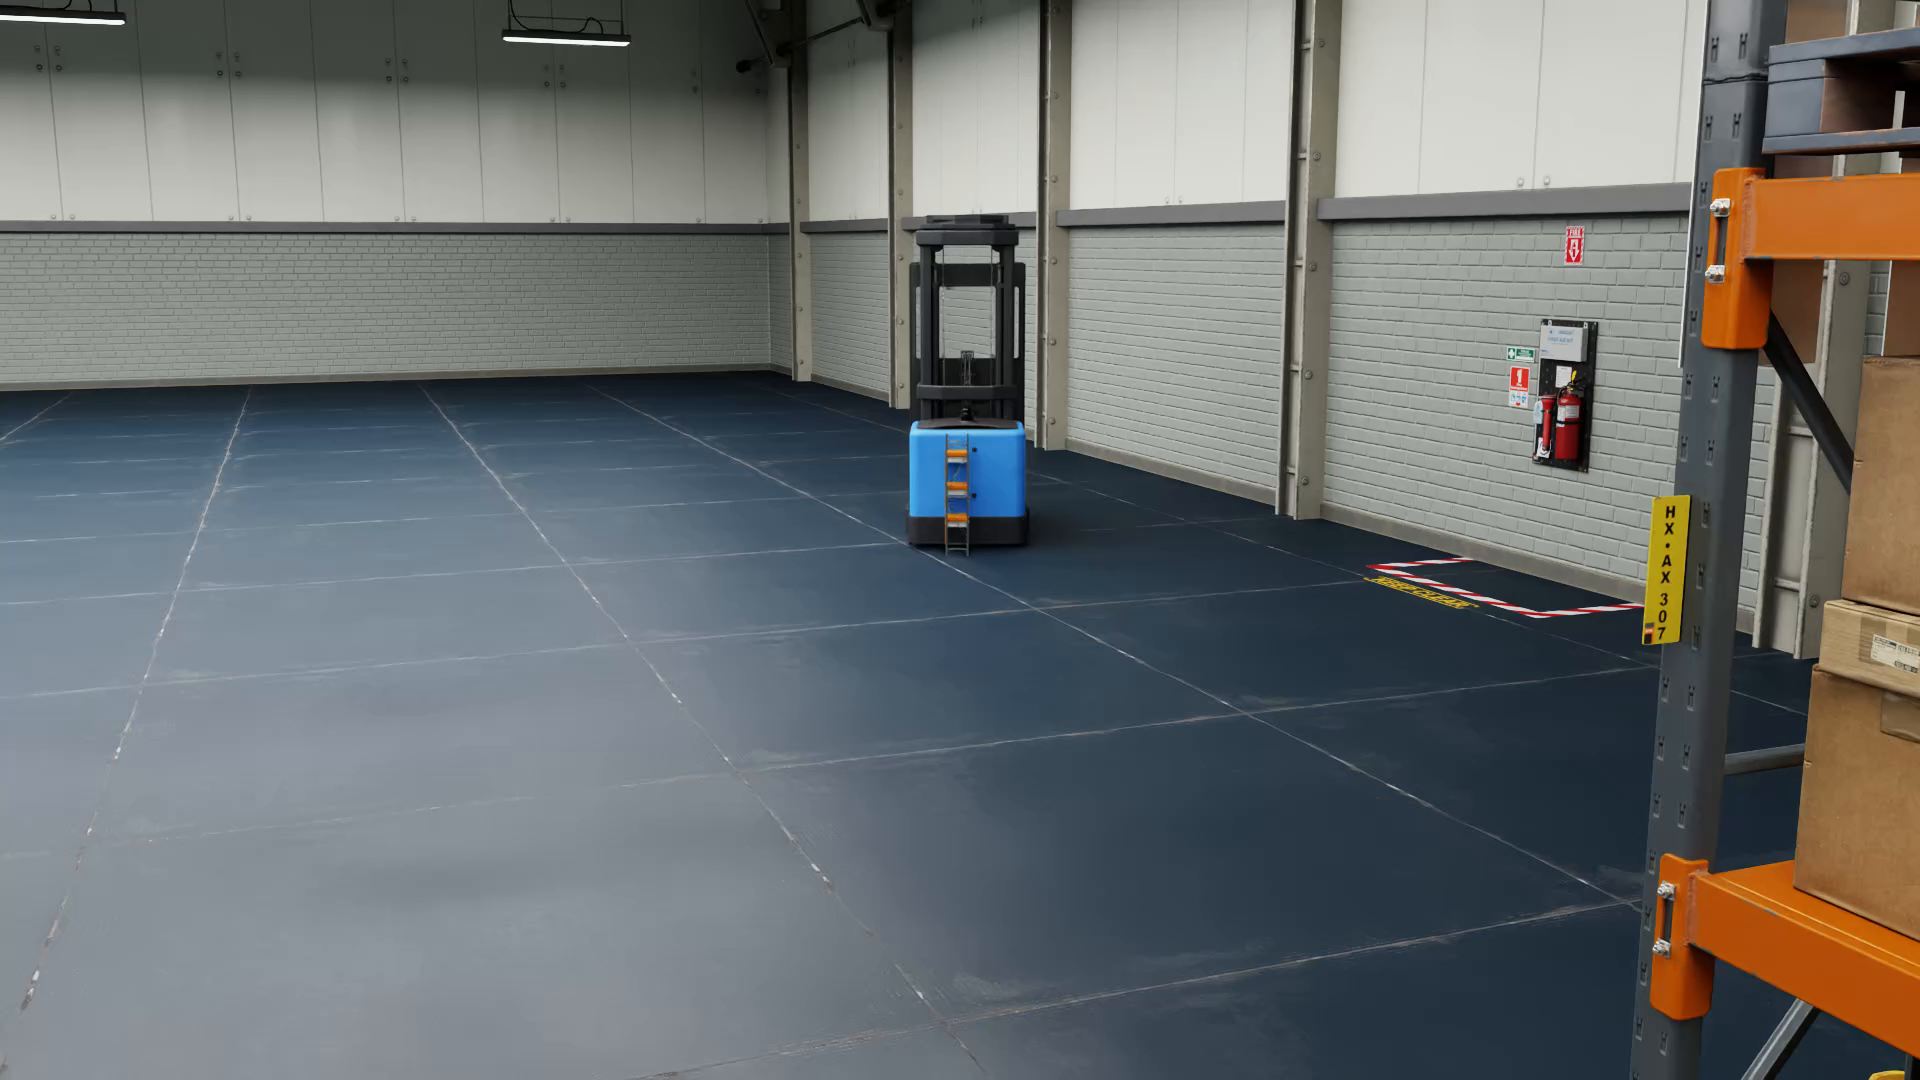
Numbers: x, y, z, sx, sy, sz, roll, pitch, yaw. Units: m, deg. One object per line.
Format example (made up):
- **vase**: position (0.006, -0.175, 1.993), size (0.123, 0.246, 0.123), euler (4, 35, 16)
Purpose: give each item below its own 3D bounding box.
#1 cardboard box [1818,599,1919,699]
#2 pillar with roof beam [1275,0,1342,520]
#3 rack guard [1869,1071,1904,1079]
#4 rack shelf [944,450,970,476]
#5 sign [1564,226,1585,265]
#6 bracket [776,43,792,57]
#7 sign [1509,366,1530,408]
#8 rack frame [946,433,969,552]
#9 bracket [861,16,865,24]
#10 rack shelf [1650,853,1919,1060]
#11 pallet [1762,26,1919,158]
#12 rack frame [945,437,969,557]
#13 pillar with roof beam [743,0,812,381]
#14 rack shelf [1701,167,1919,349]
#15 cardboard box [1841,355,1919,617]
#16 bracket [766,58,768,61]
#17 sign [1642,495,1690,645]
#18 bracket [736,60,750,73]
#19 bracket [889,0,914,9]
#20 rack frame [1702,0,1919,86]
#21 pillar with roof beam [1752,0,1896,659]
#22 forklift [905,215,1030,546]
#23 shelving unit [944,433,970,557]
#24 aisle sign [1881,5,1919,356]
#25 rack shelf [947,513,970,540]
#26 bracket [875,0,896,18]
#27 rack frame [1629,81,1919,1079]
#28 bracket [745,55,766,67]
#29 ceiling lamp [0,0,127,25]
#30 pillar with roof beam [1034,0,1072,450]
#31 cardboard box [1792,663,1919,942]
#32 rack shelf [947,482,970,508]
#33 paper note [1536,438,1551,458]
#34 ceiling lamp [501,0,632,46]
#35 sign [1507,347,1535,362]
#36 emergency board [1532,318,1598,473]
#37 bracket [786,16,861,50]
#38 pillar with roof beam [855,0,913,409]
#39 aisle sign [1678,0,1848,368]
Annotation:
- **cardboard box**: position (1.996, 0.206, 3.389), size (0.380, 0.149, 0.250), euler (-4, 11, -21)
- **pillar with roof beam**: position (-0.630, -4.398, 14.279), size (9.100, 9.000, 0.400), euler (-4, 11, -21)
- **rack guard**: position (2.046, 1.724, 4.132), size (1.175, 0.500, 0.348), euler (-4, 11, -21)
- **rack shelf**: position (-0.025, -0.658, 14.390), size (0.215, 0.259, 0.240), euler (0, 10, 0)
- **sign**: position (4.786, -2.293, 12.956), size (0.001, 0.298, 0.199), euler (-4, 11, -21)
- **bracket**: position (-3.321, -9.291, 31.509), size (0.235, 0.232, 0.430), euler (-4, 11, -21)
- **sign**: position (4.592, -1.258, 13.657), size (0.001, 0.329, 0.234), euler (-4, 11, -21)
- **rack frame**: position (-0.025, -0.410, 14.558), size (0.200, 1.050, 0.008), euler (0, 10, 0)
- **bracket**: position (-1.448, -8.447, 26.765), size (0.235, 0.232, 0.430), euler (-4, 11, -21)
- **rack shelf**: position (2.780, 1.178, 2.119), size (1.077, 0.370, 4.000), euler (-4, 11, -21)
- **pallet**: position (2.287, -0.819, 2.978), size (1.003, 0.211, 1.213), euler (-4, 11, -21)
- **rack frame**: position (-0.025, -0.367, 14.318), size (0.200, 1.050, 0.008), euler (0, 10, 0)
- **pillar with roof beam**: position (-7.153, -7.336, 30.796), size (9.100, 9.000, 0.548), euler (-4, 11, -21)
- **rack shelf**: position (2.780, -0.299, 1.857), size (1.077, 0.370, 4.000), euler (-4, 11, -21)
- **cardboard box**: position (2.231, -0.105, 3.288), size (0.700, 0.500, 0.500), euler (-4, 11, -21)
- **bracket**: position (-3.622, -9.427, 32.271), size (0.235, 0.232, 0.430), euler (-4, 11, -21)
- **sign**: position (1.536, 0.066, 3.616), size (0.100, 0.325, 0.005), euler (-4, 11, -21)
- **bracket**: position (-4.481, -9.813, 34.446), size (0.235, 0.232, 0.430), euler (-4, 11, -21)
- **bracket**: position (-0.213, -7.891, 23.639), size (0.076, 0.066, 4.783), euler (-4, 11, -21)
- **rack frame**: position (2.055, -2.457, 3.366), size (1.000, 3.000, 0.127), euler (-4, 11, -21)
- **pillar with roof beam**: position (1.544, -3.419, 8.773), size (9.100, 9.000, 0.400), euler (-4, 11, -21)
- **forklift**: position (0.068, -1.603, 15.892), size (1.130, 2.935, 3.031), euler (0, 10, 0)
- **shelving unit**: position (-0.025, -0.389, 14.438), size (0.215, 1.050, 0.252), euler (0, 10, 0)
- **aisle sign**: position (2.305, -0.812, 3.829), size (0.394, 0.787, 0.004), euler (-4, 11, -21)
- **rack shelf**: position (-0.025, -0.105, 14.488), size (0.215, 0.259, 0.240), euler (0, 10, 0)
- **bracket**: position (-1.147, -8.312, 26.004), size (0.235, 0.232, 0.430), euler (-4, 11, -21)
- **rack frame**: position (2.055, 0.497, 3.892), size (1.000, 3.000, 0.127), euler (-4, 11, -21)
- **bracket**: position (-4.267, -9.717, 33.904), size (0.076, 0.066, 3.189), euler (-4, 11, -21)
- **ceiling lamp**: position (-13.205, -9.072, 23.887), size (2.000, 3.185, 0.800), euler (-4, 11, -21)
- **pillar with roof beam**: position (-2.805, -5.377, 19.785), size (9.100, 9.000, 0.400), euler (-4, 11, -21)
- **cardboard box**: position (2.212, 0.525, 3.450), size (0.700, 0.500, 0.500), euler (-4, 11, -21)
- **rack shelf**: position (-0.025, -0.378, 14.440), size (0.215, 0.259, 0.240), euler (0, 10, 0)
- **paper note**: position (4.697, -0.743, 13.380), size (0.016, 0.148, 0.142), euler (-4, 11, -21)
- **ceiling lamp**: position (-6.364, -9.537, 26.505), size (2.000, 3.185, 0.800), euler (-4, 11, -21)
- **sign**: position (4.585, -1.518, 13.603), size (0.001, 0.109, 0.331), euler (-4, 11, -21)
- **emergency board**: position (4.696, -1.144, 13.116), size (0.194, 1.169, 0.643), euler (-4, 11, -21)
- **bracket**: position (-2.388, -8.871, 29.145), size (0.076, 0.066, 4.783), euler (-4, 11, -21)
- **pillar with roof beam**: position (-4.979, -6.357, 25.290), size (9.100, 9.000, 0.548), euler (-4, 11, -21)
- **aisle sign**: position (1.746, -0.774, 3.615), size (0.394, 0.787, 0.004), euler (-4, 11, -21)
